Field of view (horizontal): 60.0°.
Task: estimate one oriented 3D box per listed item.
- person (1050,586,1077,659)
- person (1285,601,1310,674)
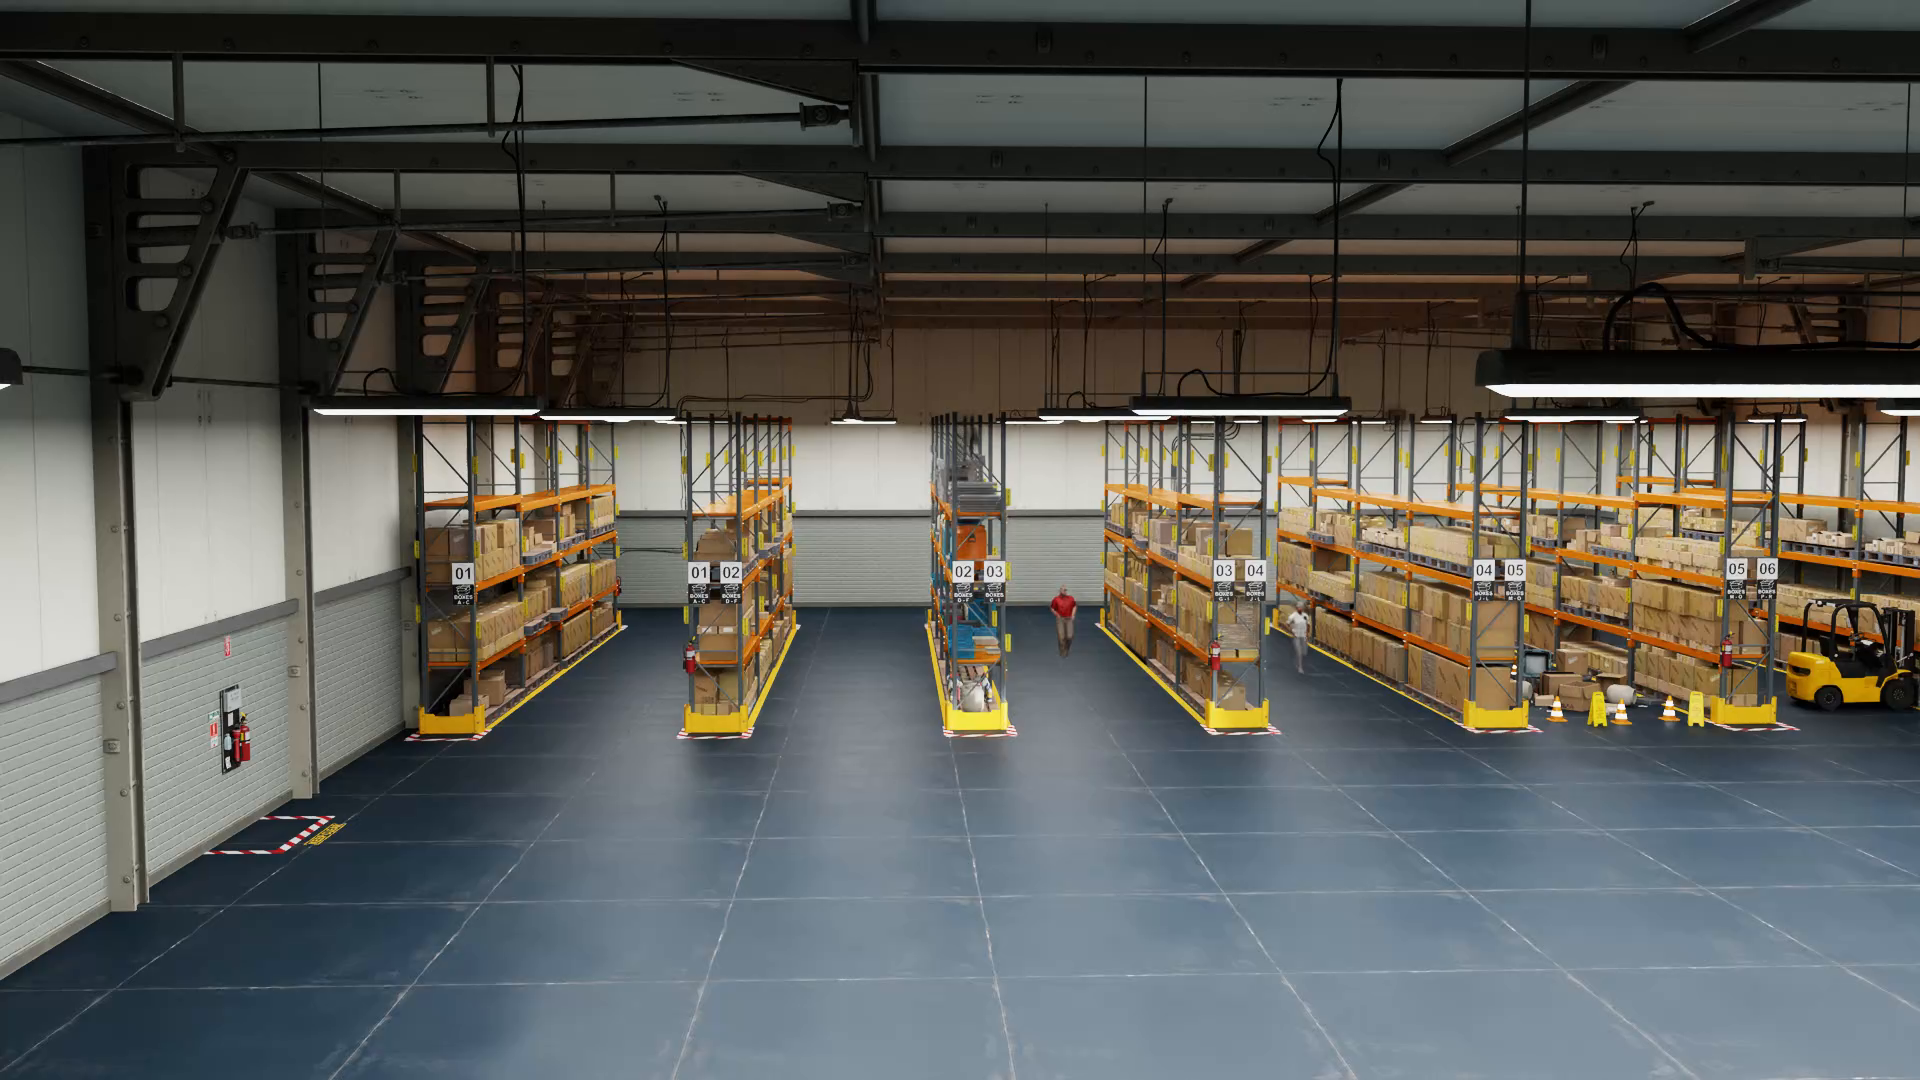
[{"bbox_3d":[2.458,1.982,39.069,0.638,1.671,0.559,0,4,-5],"label":"person"},{"bbox_3d":[7.883,2.252,38.792,0.587,1.672,0.601,-1,4,-8],"label":"person"}]
